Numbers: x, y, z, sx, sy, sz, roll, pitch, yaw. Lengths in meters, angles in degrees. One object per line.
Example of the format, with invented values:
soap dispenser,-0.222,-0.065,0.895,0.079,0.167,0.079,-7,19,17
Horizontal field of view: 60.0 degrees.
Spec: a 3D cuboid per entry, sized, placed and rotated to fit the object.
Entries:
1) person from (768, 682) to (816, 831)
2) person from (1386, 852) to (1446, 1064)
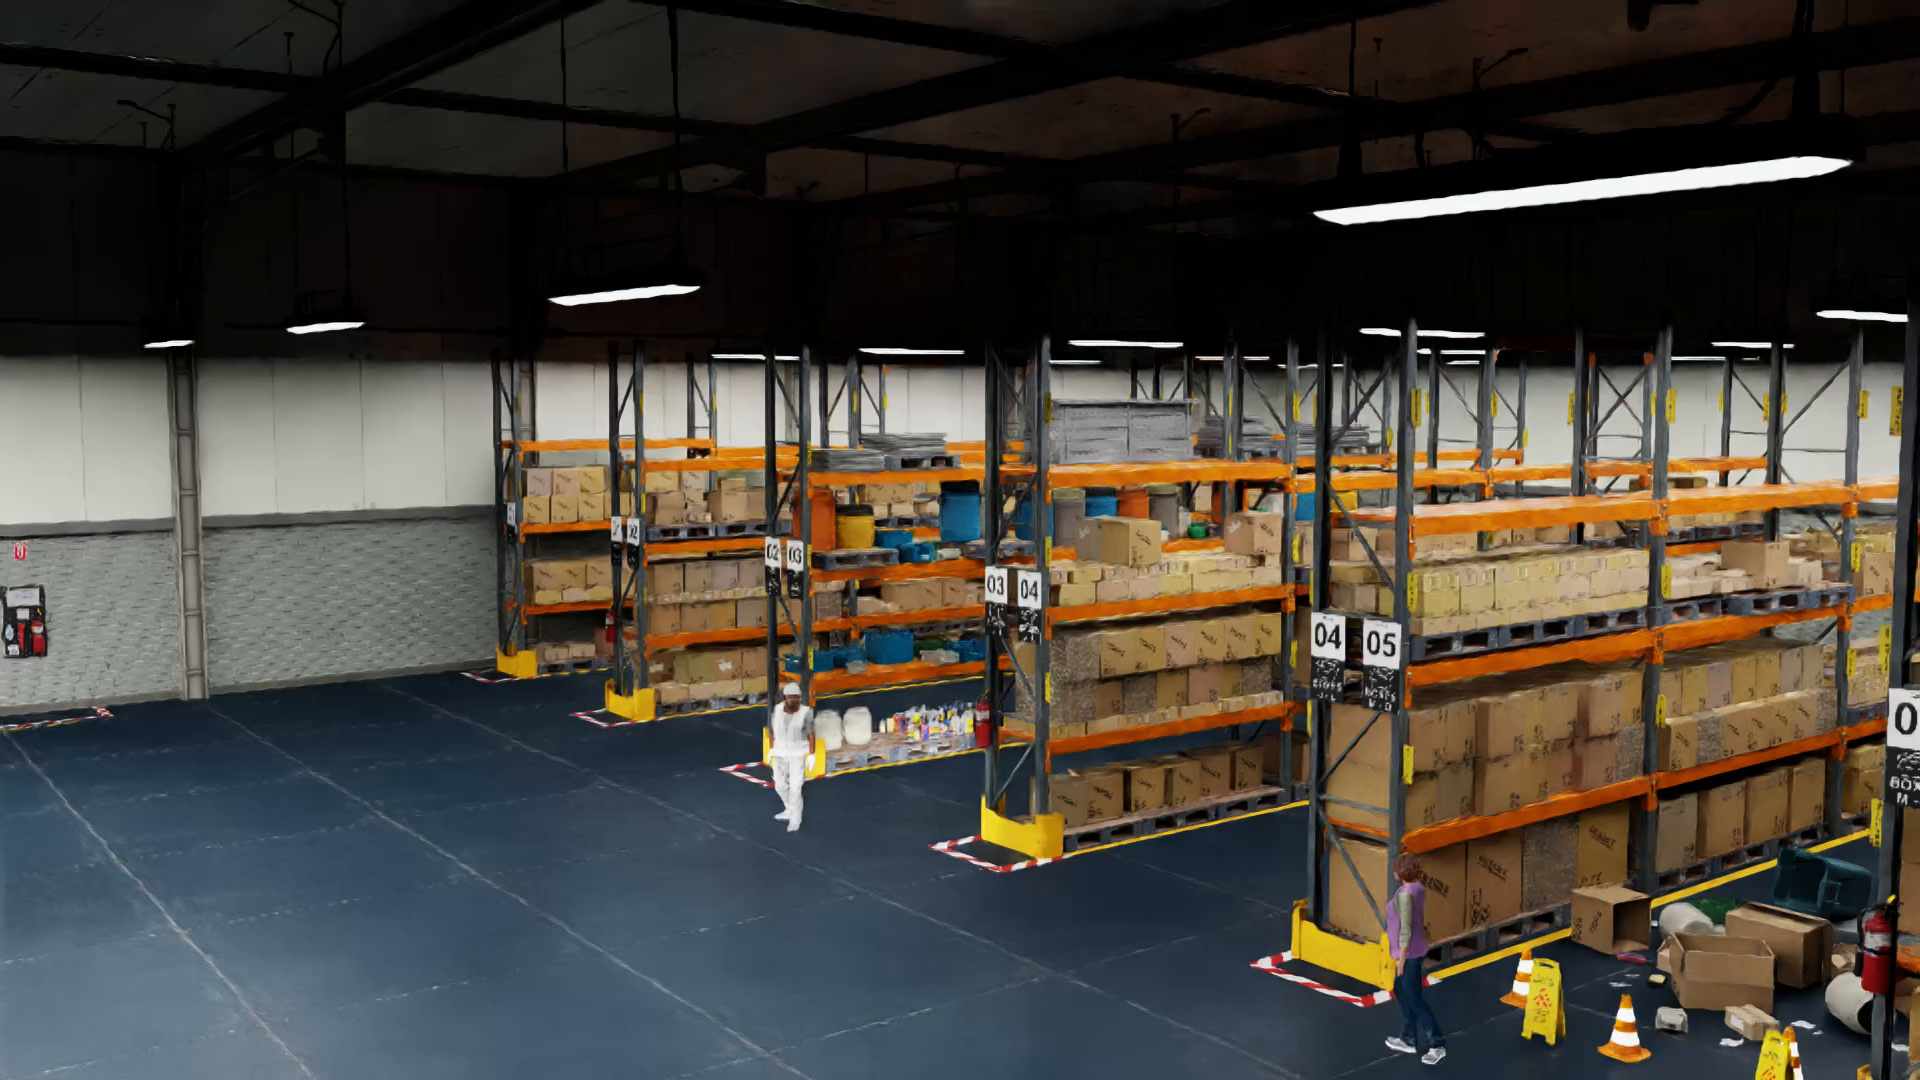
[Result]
person,-1.990,2.548,19.812,0.597,1.772,0.574,2,5,18
person,3.569,3.243,12.979,0.491,1.589,0.515,2,6,26
